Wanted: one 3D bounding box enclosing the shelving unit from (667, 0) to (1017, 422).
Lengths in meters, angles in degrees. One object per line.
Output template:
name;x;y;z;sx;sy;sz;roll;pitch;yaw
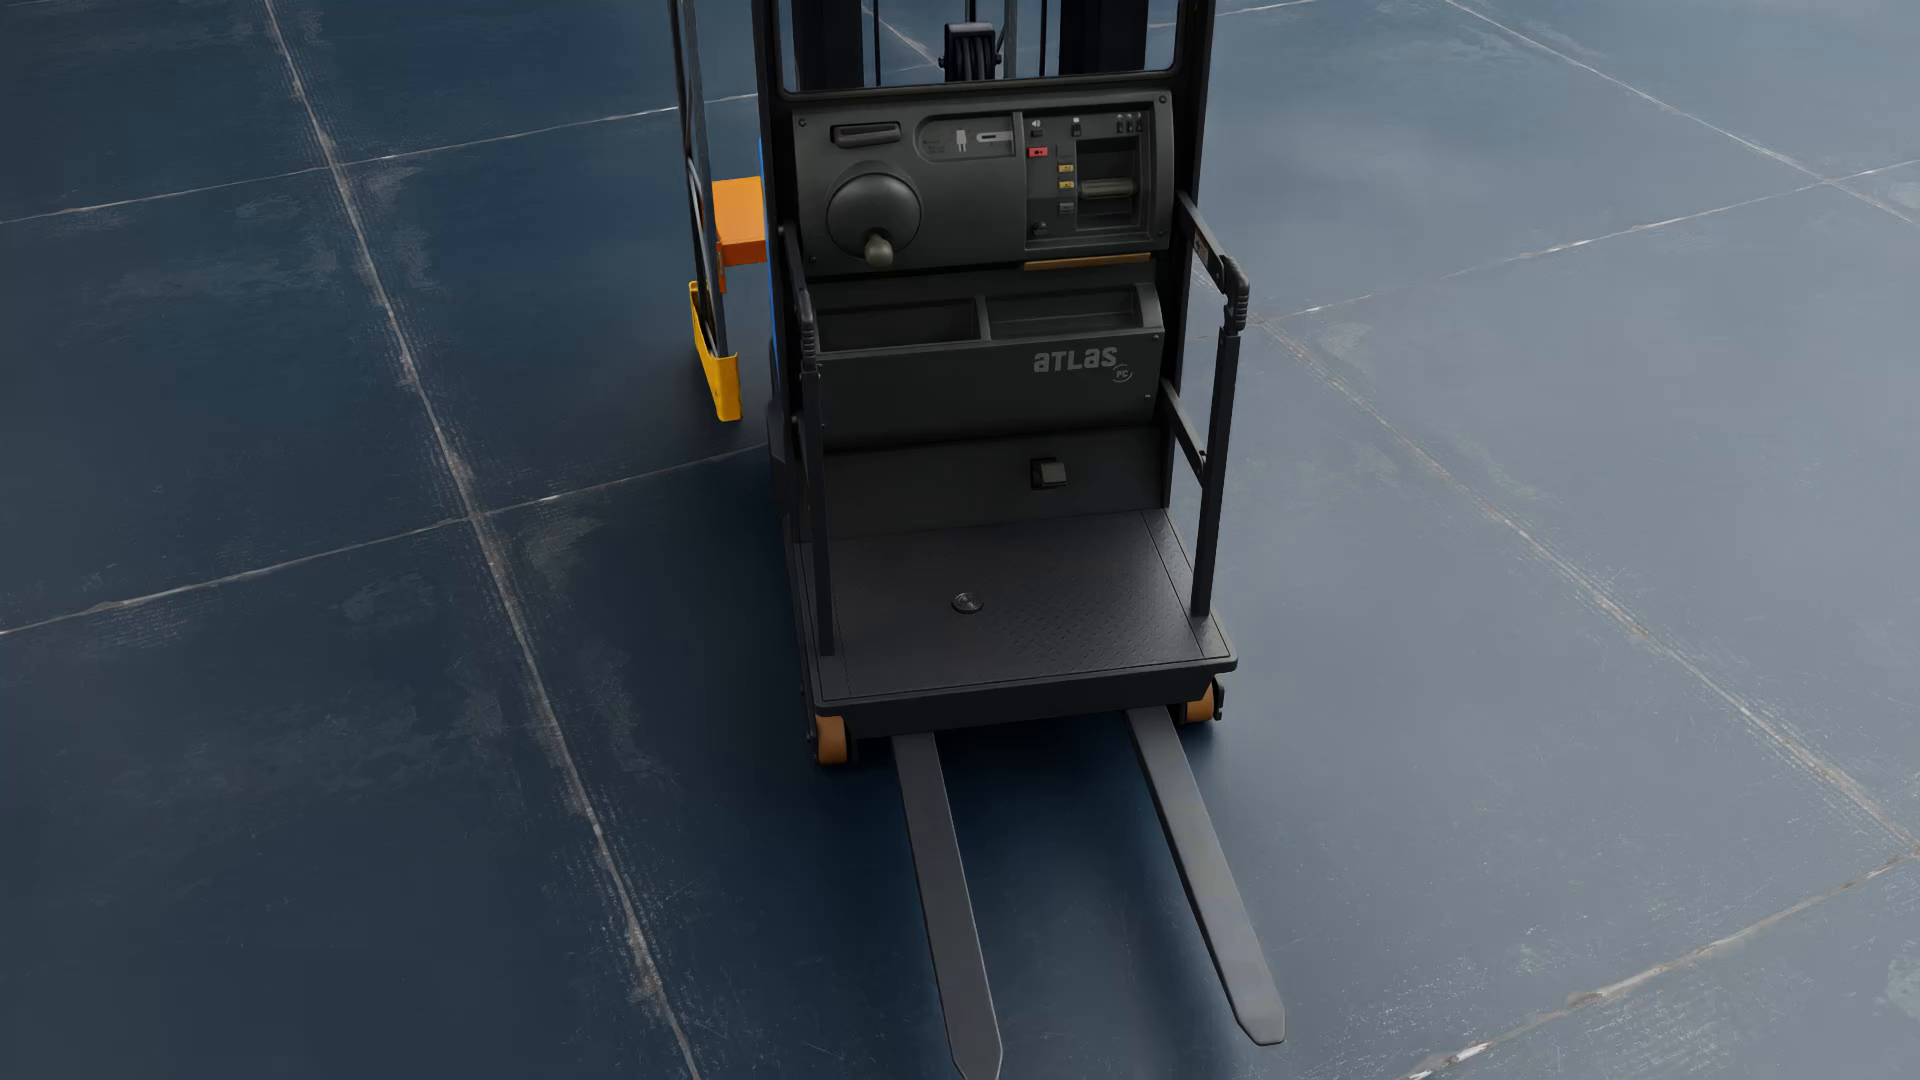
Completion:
shelving unit;-0.399;-1.270;5.703;1.083;1.500;0.587;-10;38;-13

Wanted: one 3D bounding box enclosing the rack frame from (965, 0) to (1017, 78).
rack frame;0.099;-1.354;5.817;0.032;1.500;0.500;-10;38;-13

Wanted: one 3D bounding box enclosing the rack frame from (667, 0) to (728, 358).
rack frame;-0.879;-1.188;5.593;0.032;1.500;0.500;-10;38;-13

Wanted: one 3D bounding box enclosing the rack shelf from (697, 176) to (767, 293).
rack shelf;-0.390;-1.127;5.812;1.000;0.185;0.538;-10;38;-13

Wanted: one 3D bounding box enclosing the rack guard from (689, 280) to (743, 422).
rack guard;-0.877;-0.686;5.965;0.087;0.250;0.587;-10;38;-13

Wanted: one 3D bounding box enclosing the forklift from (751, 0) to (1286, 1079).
forklift;0.102;-0.810;3.882;1.130;2.935;3.031;-6;37;-8
